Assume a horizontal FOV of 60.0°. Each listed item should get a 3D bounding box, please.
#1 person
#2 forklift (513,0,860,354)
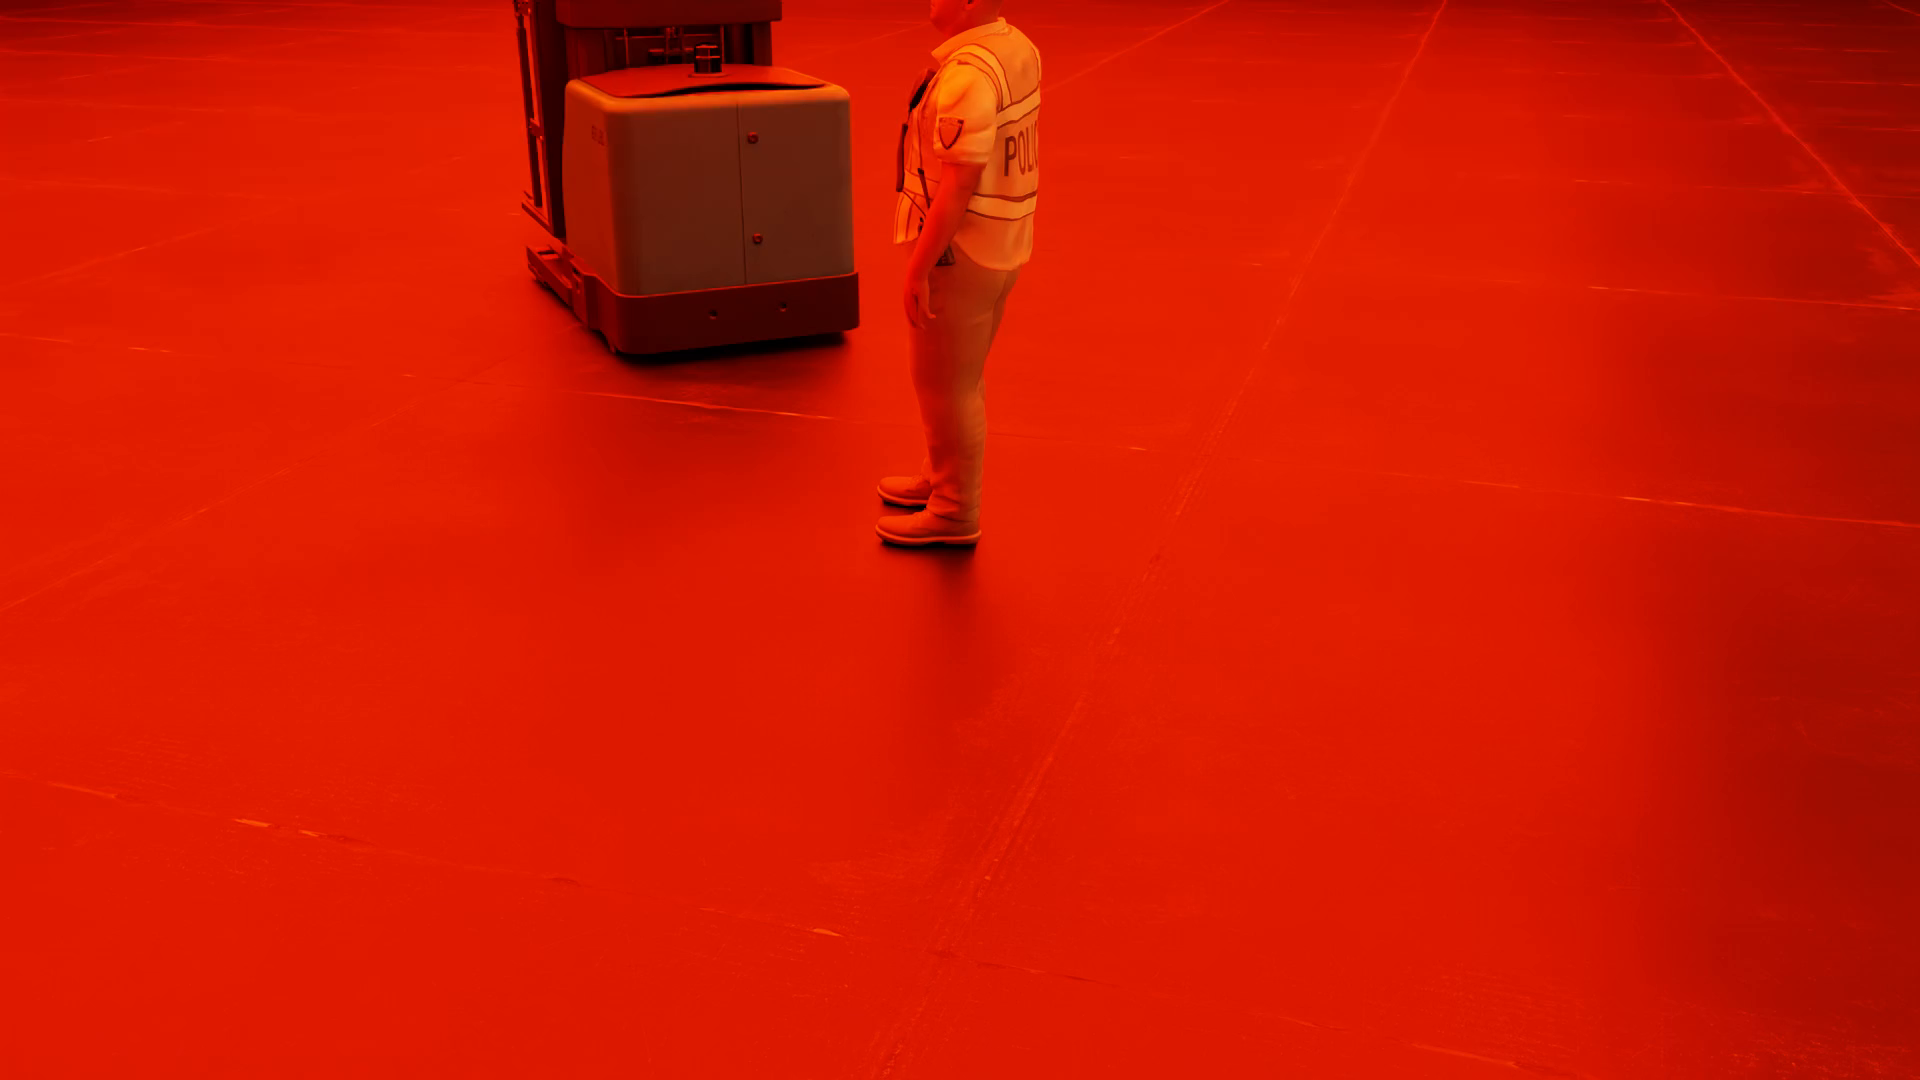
[{"bbox_3d":[-0.071,-0.844,4.809,0.574,1.781,0.641,7,23,16],"label":"person"},{"bbox_3d":[-1.500,-2.637,7.668,1.130,2.935,3.031,-10,24,-22],"label":"forklift"}]
